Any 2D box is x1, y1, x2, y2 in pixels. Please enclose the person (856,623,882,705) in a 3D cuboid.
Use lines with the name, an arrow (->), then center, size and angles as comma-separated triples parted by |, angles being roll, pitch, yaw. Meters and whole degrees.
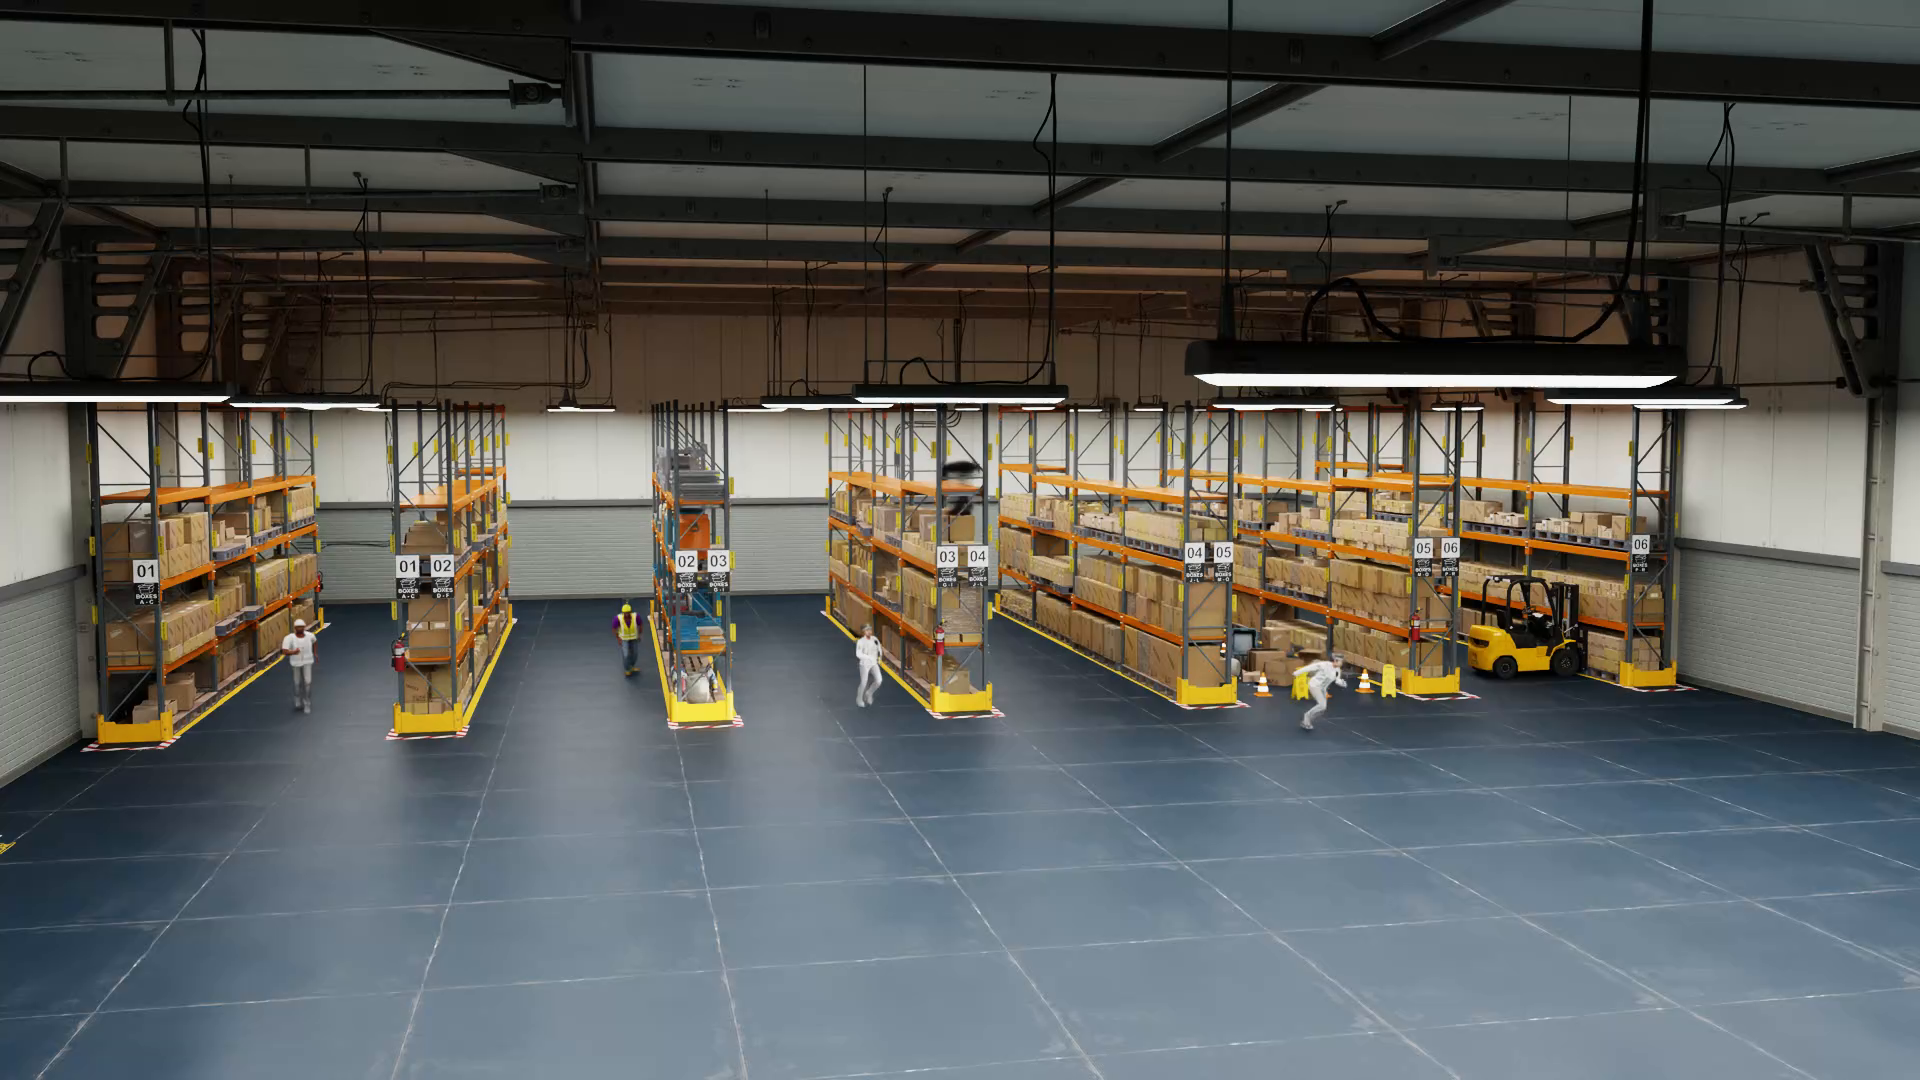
person -> -1.757, 2.433, 32.472 | 0.631, 1.650, 0.777 | -2, 5, -27

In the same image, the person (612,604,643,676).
person -> -7.279, 2.172, 36.467 | 0.715, 1.618, 0.925 | -2, 5, -28

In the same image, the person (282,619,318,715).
person -> -12.694, 2.421, 32.023 | 0.657, 1.823, 0.872 | -2, 5, -25

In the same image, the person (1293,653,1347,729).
person -> 6.571, 2.731, 30.072 | 0.625, 1.428, 0.942 | -3, 6, -39
